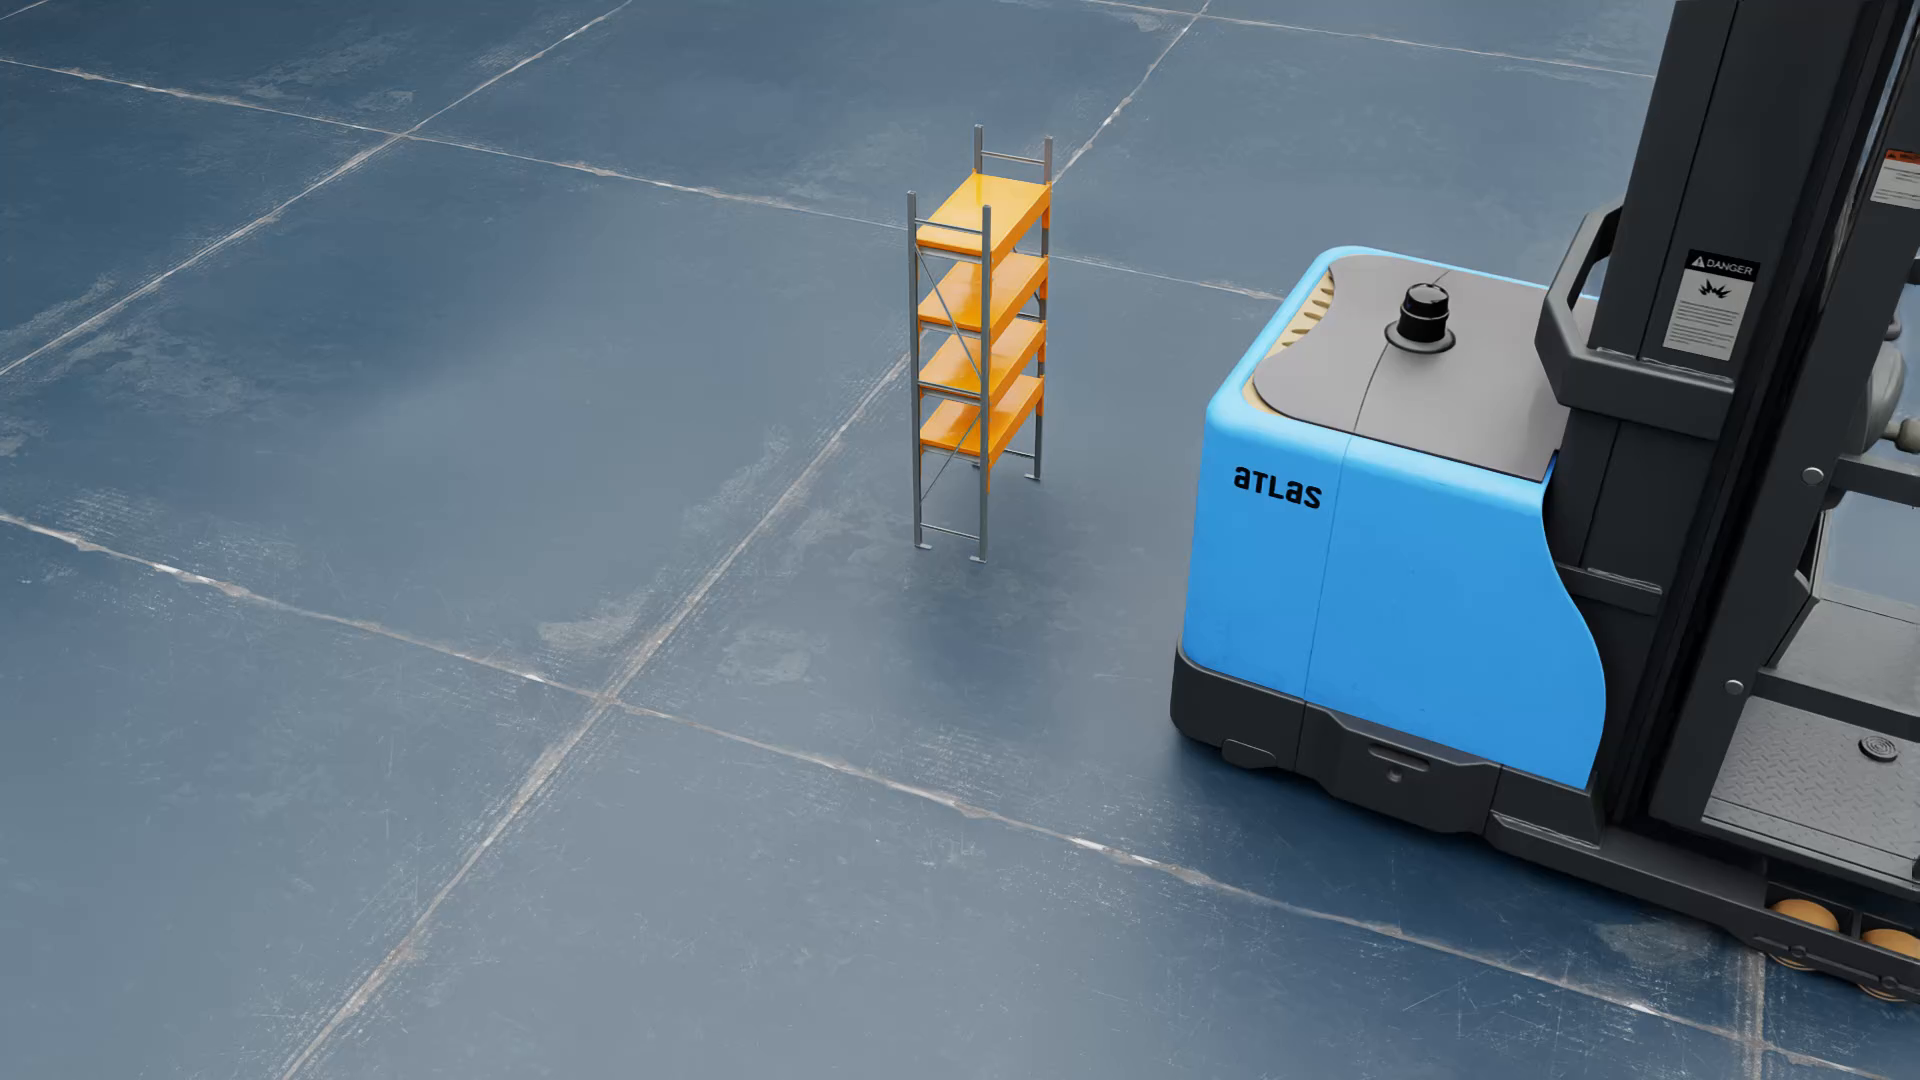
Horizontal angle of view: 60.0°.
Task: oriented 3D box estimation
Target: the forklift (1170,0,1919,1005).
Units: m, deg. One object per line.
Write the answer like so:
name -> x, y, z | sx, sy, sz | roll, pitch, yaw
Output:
forklift -> 2.117, -0.479, 3.443 | 3.031, 2.935, 1.130 | 17, 40, 22

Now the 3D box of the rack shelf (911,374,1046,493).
rack shelf -> 0.063, -0.359, 5.173 | 0.258, 0.148, 0.480 | 14, 39, 18

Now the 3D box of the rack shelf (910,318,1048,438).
rack shelf -> 0.063, -0.518, 5.054 | 0.258, 0.148, 0.480 | 14, 39, 18

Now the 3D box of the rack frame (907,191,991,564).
rack frame -> -0.030, -0.437, 4.833 | 0.240, 1.200, 0.015 | 14, 39, 18

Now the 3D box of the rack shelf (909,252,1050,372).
rack shelf -> 0.063, -0.698, 4.920 | 0.258, 0.148, 0.480 | 14, 39, 18

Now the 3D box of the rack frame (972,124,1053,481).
rack frame -> 0.156, -0.707, 5.194 | 0.240, 1.200, 0.015 | 14, 39, 18

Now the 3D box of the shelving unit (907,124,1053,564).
shelving unit -> 0.063, -0.572, 5.013 | 0.258, 1.200, 0.503 | 14, 39, 18

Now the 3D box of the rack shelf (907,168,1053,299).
rack shelf -> 0.063, -0.887, 4.778 | 0.258, 0.148, 0.480 | 14, 39, 18
